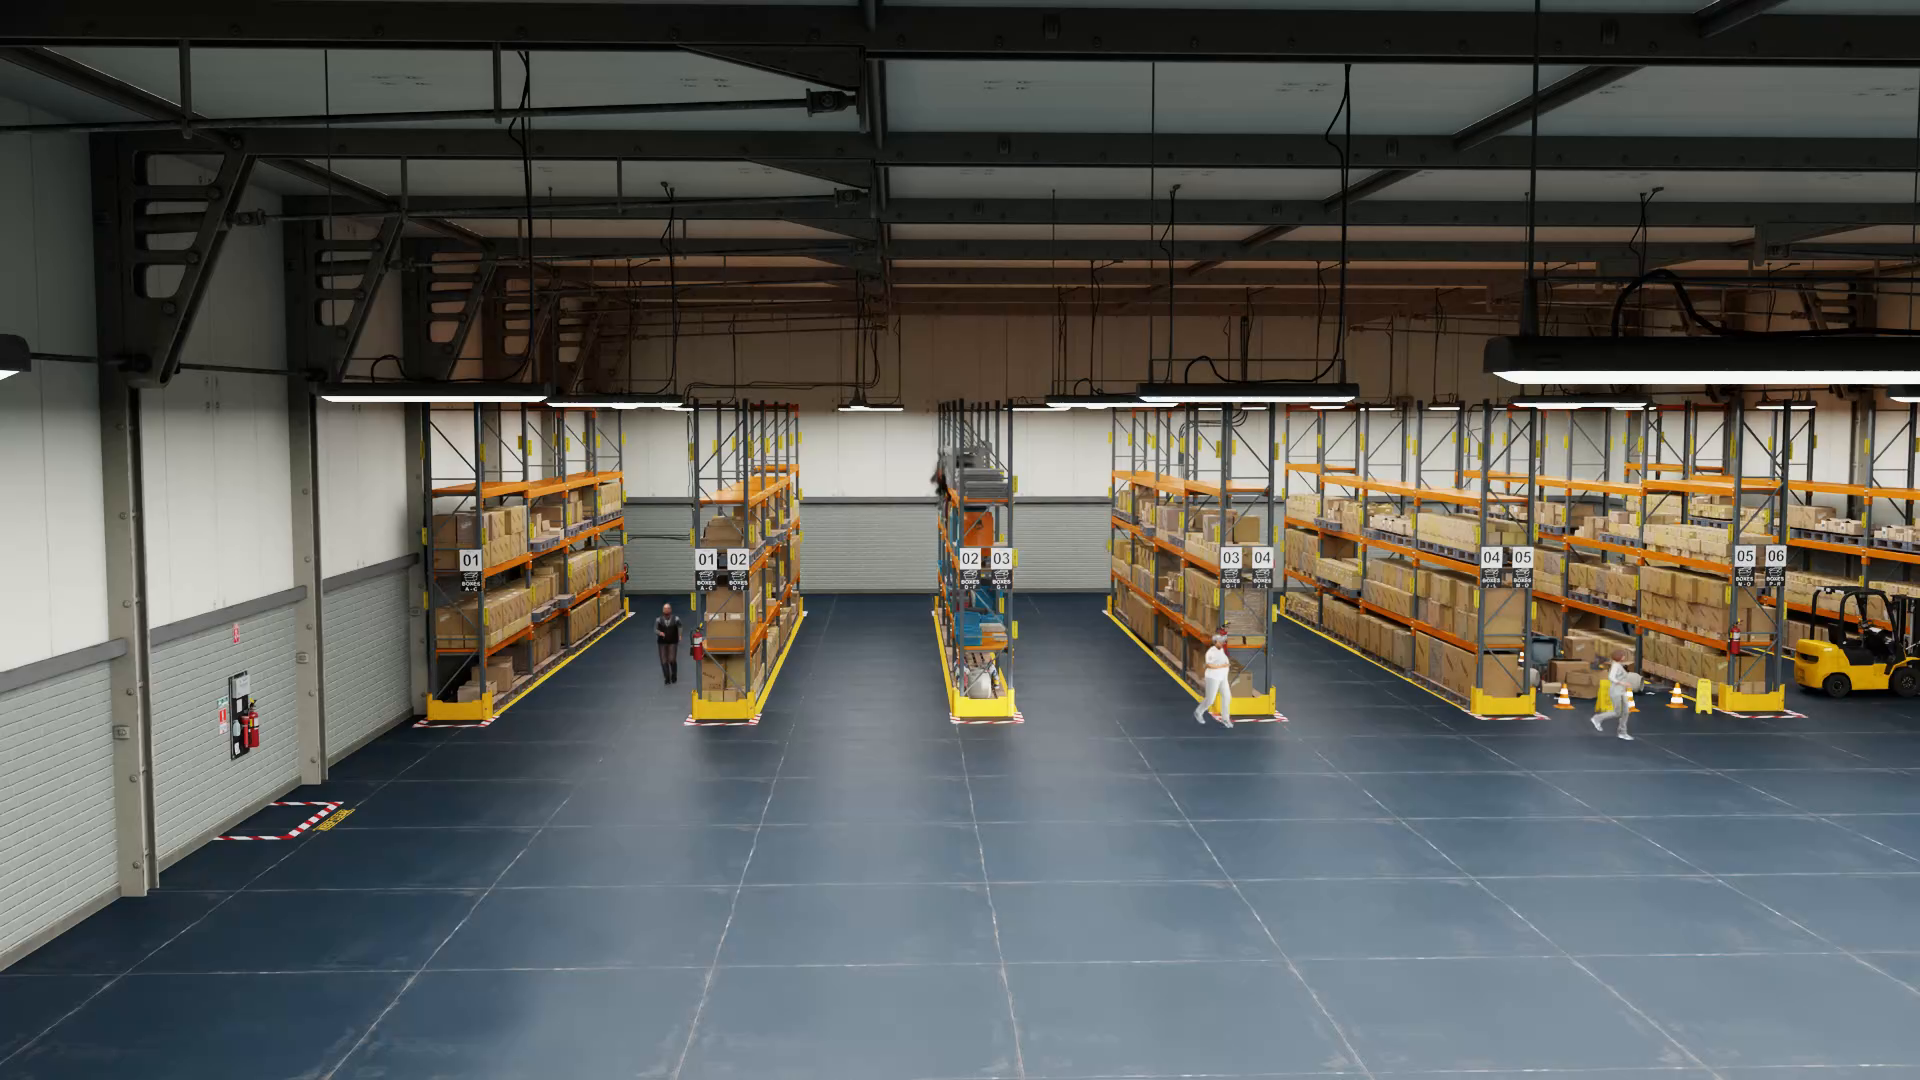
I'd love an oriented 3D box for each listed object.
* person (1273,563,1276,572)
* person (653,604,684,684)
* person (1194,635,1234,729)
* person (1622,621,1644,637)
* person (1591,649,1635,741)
[{"bbox_3d":[8.902,1.171,49.056,0.731,1.670,0.672,-3,5,-35],"label":"person"},{"bbox_3d":[-6.155,2.200,35.078,0.635,1.684,0.650,0,4,-4],"label":"person"},{"bbox_3d":[4.659,2.581,30.457,0.805,1.717,0.643,4,6,43],"label":"person"},{"bbox_3d":[16.668,1.838,41.216,0.539,1.558,0.761,0,4,-4],"label":"person"},{"bbox_3d":[11.511,2.719,29.280,0.734,1.595,0.534,3,5,31],"label":"person"}]
